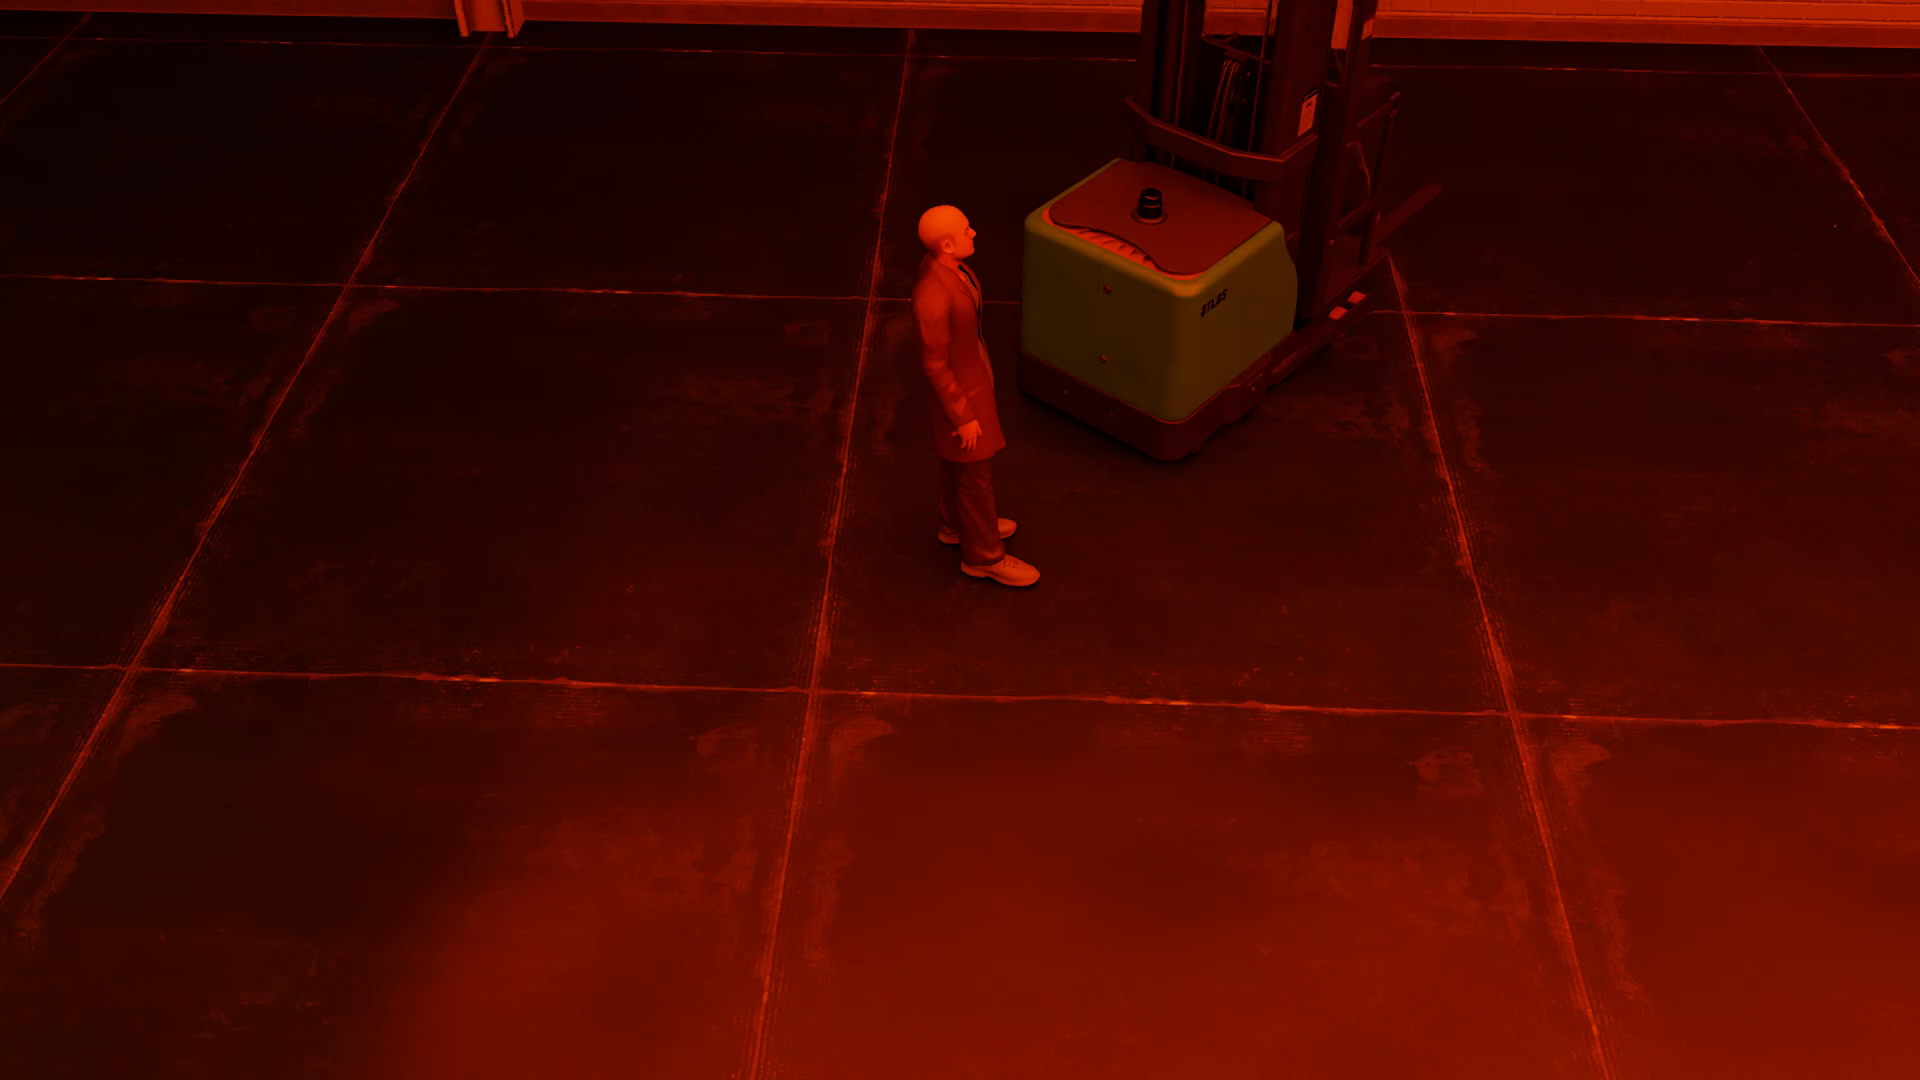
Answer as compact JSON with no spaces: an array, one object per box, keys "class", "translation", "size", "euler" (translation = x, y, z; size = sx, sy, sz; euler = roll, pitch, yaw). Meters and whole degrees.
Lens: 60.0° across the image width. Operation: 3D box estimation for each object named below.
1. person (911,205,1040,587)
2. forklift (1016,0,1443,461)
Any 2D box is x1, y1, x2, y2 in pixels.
[{"class":"person","translation":[0.092,-0.656,7.306],"size":[0.579,1.777,0.696],"euler":[2,42,2]},{"class":"forklift","translation":[1.635,-2.395,8.366],"size":[1.130,2.935,3.031],"euler":[30,50,29]}]
